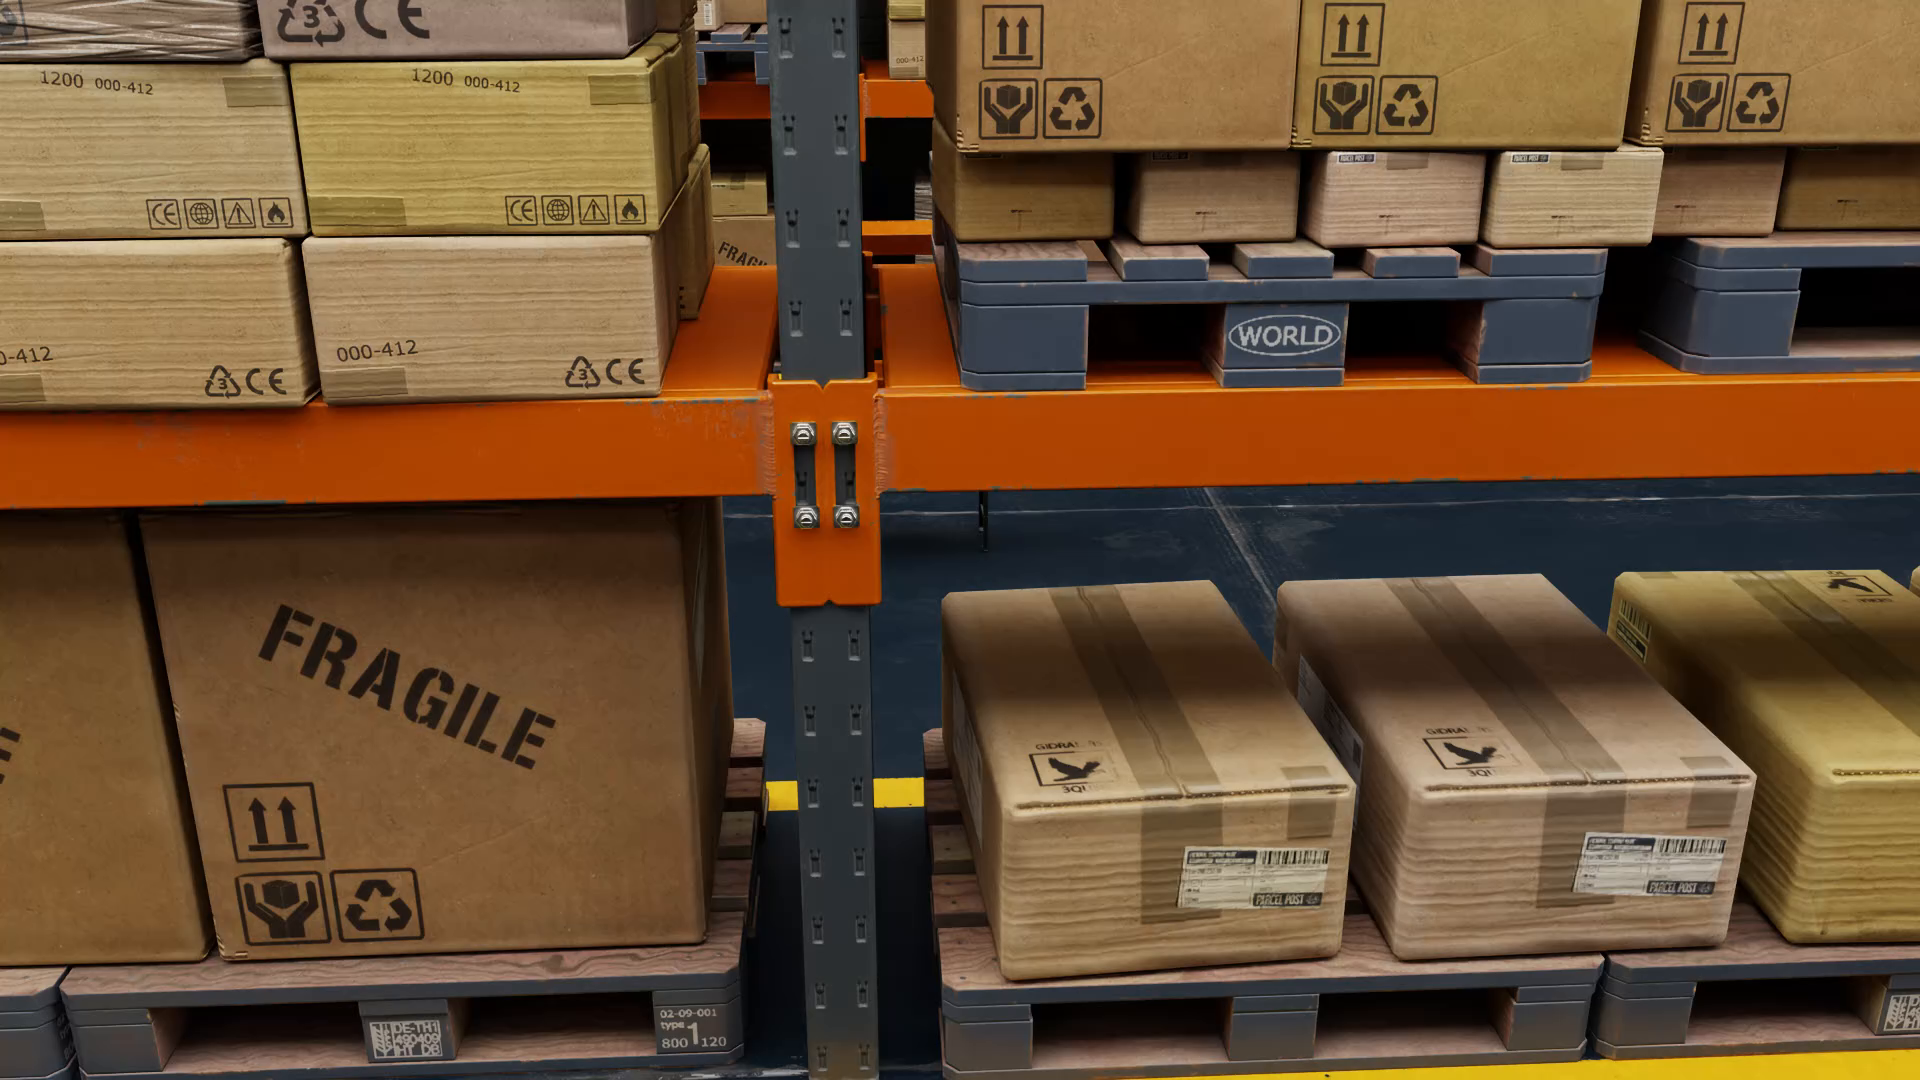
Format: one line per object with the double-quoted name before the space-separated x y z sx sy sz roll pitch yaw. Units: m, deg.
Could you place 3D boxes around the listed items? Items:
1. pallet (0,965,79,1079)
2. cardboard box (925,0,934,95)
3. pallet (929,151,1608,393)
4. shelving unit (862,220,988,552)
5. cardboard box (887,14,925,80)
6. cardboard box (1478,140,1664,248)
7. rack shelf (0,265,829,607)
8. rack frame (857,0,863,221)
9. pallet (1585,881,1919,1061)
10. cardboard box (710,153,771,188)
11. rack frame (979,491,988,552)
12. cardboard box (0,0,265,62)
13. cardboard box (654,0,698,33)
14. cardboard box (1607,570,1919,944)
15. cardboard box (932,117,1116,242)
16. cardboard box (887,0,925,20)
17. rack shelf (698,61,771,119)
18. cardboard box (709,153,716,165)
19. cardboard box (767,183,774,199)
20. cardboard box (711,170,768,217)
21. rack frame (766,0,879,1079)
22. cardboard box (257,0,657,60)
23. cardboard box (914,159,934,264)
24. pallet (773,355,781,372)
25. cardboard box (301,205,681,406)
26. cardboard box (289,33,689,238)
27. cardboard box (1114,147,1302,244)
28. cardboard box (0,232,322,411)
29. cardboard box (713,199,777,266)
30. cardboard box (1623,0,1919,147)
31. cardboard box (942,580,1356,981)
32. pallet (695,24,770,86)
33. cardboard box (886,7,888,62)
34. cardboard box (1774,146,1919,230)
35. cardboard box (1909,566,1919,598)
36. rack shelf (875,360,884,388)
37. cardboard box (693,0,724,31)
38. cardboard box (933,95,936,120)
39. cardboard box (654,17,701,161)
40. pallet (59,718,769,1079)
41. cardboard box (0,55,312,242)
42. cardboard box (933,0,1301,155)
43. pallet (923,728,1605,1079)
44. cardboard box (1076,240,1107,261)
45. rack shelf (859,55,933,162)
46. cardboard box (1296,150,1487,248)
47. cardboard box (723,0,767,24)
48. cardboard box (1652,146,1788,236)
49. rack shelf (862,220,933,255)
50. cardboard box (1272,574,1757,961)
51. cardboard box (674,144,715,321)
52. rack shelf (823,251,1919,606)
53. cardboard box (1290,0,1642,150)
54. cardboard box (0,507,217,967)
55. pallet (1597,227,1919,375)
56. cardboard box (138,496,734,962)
"pallet" -2.245 0.731 3.405 1.213 0.211 1.003 -1 21 -3
"cardboard box" 0.200 -1.075 3.081 0.500 0.500 0.500 -2 21 -5
"pallet" 0.467 -0.548 3.114 1.003 0.211 1.213 -1 21 -3
"shelving unit" -0.165 -0.557 5.399 0.503 1.200 0.258 -1 21 -3
"cardboard box" -0.069 -2.201 7.396 0.500 0.250 0.500 -1 21 -3
"cardboard box" 0.932 -0.586 2.707 0.250 0.149 0.380 -1 21 -3
"rack shelf" -2.235 -0.209 2.964 4.000 0.370 1.077 -1 21 -3
"rack frame" -0.525 -2.349 7.574 0.127 3.000 1.000 -1 21 -3
"pallet" 1.757 0.679 3.542 1.213 0.211 1.003 -1 21 -3
"cardboard box" -1.064 -1.780 8.092 0.250 0.149 0.380 0 21 0
"rack frame" 0.078 -0.562 5.412 0.015 1.200 0.240 -1 21 -3
"cardboard box" -1.251 -0.983 2.440 0.500 0.500 0.500 -1 21 -2
"cardboard box" -0.745 -1.176 2.949 0.500 0.500 0.500 -2 21 -5
"cardboard box" 1.820 0.407 3.439 0.625 0.372 0.950 0 21 -1
"cardboard box" 0.097 -0.605 2.757 0.250 0.149 0.380 -2 21 -6
"cardboard box" -0.067 -2.425 7.284 0.500 0.250 0.500 -1 21 -3
"rack shelf" -2.522 -1.972 7.595 4.000 0.370 1.077 -1 21 -3
"cardboard box" -1.331 -1.784 8.102 0.250 0.149 0.380 -1 21 -1
"cardboard box" -0.962 -1.468 8.183 0.500 0.500 0.500 0 21 -1
"cardboard box" -1.004 -1.580 7.566 0.250 0.149 0.380 -2 21 -6
"rack frame" -0.238 -0.585 2.943 0.127 3.000 1.000 -1 21 -3
"cardboard box" -0.740 -0.996 2.476 0.500 0.500 0.500 -2 21 -5
"cardboard box" 0.098 -1.443 7.942 0.625 0.625 0.875 -1 21 -1
"pallet" -1.273 -1.044 8.066 1.213 0.211 1.003 -1 21 -3
"cardboard box" -0.728 -0.413 2.700 0.500 0.250 0.500 -2 21 -5
"cardboard box" -0.707 -0.649 2.618 0.500 0.250 0.500 -1 21 -3
"cardboard box" 0.381 -0.599 2.740 0.250 0.149 0.380 -2 21 -6
"cardboard box" -1.238 -0.397 2.658 0.500 0.250 0.500 -1 21 -2
"cardboard box" -0.935 -1.292 7.721 0.500 0.500 0.500 -1 21 -1
"cardboard box" 1.274 -0.921 2.674 0.500 0.500 0.500 -1 21 -2
"cardboard box" 0.326 0.438 3.357 0.625 0.372 0.950 -3 21 -7
"pallet" -1.198 -2.220 7.506 1.003 0.211 1.213 -1 21 -3
"cardboard box" -0.091 -2.378 7.863 0.500 0.250 0.500 -2 21 -4
"cardboard box" 1.448 -0.638 2.845 0.250 0.149 0.380 0 21 -1
"cardboard box" 2.514 0.392 3.477 0.625 0.372 0.950 0 21 0
"rack shelf" -0.165 -0.494 5.423 0.480 0.148 0.258 -1 21 -3
"cardboard box" -1.159 -2.278 7.151 0.250 0.149 0.380 -1 21 -2
"cardboard box" 0.075 -0.755 3.150 0.250 0.149 0.380 0 21 -1
"cardboard box" -0.758 -0.826 3.084 0.500 0.250 0.500 -1 21 -3
"pallet" -1.030 0.707 3.467 1.213 0.211 1.003 -1 21 -3
"cardboard box" -1.219 -0.637 2.587 0.500 0.250 0.500 -2 21 -4
"cardboard box" 0.224 -0.894 2.605 0.500 0.500 0.500 -2 21 -5
"pallet" 0.542 0.702 3.479 1.213 0.211 1.003 -1 21 -3
"cardboard box" 0.750 -1.459 7.984 0.625 0.625 0.875 0 21 -1
"rack shelf" 1.471 -2.053 7.809 4.000 0.370 1.077 -1 21 -3
"cardboard box" 0.657 -0.588 2.712 0.250 0.149 0.380 -3 21 -7
"cardboard box" -1.048 -2.637 7.600 0.500 0.500 0.500 0 21 -1
"cardboard box" 1.169 -0.619 2.793 0.250 0.149 0.380 0 21 0
"rack shelf" -0.165 -0.925 5.259 0.480 0.148 0.258 -1 21 -3
"cardboard box" 1.062 0.421 3.403 0.625 0.372 0.950 -2 21 -4
"cardboard box" -0.741 -0.595 3.178 0.500 0.250 0.500 -2 21 -4
"rack shelf" 1.758 -0.290 3.178 4.000 0.370 1.077 -1 21 -3
"cardboard box" 0.744 -0.907 2.640 0.500 0.500 0.500 0 21 0
"cardboard box" -1.823 0.212 3.243 0.875 0.875 0.875 -1 21 -2
"pallet" 1.736 -0.551 3.121 1.213 0.211 1.003 -1 21 -3
"cardboard box" -0.933 0.196 3.287 0.875 0.875 0.875 -1 21 -4
